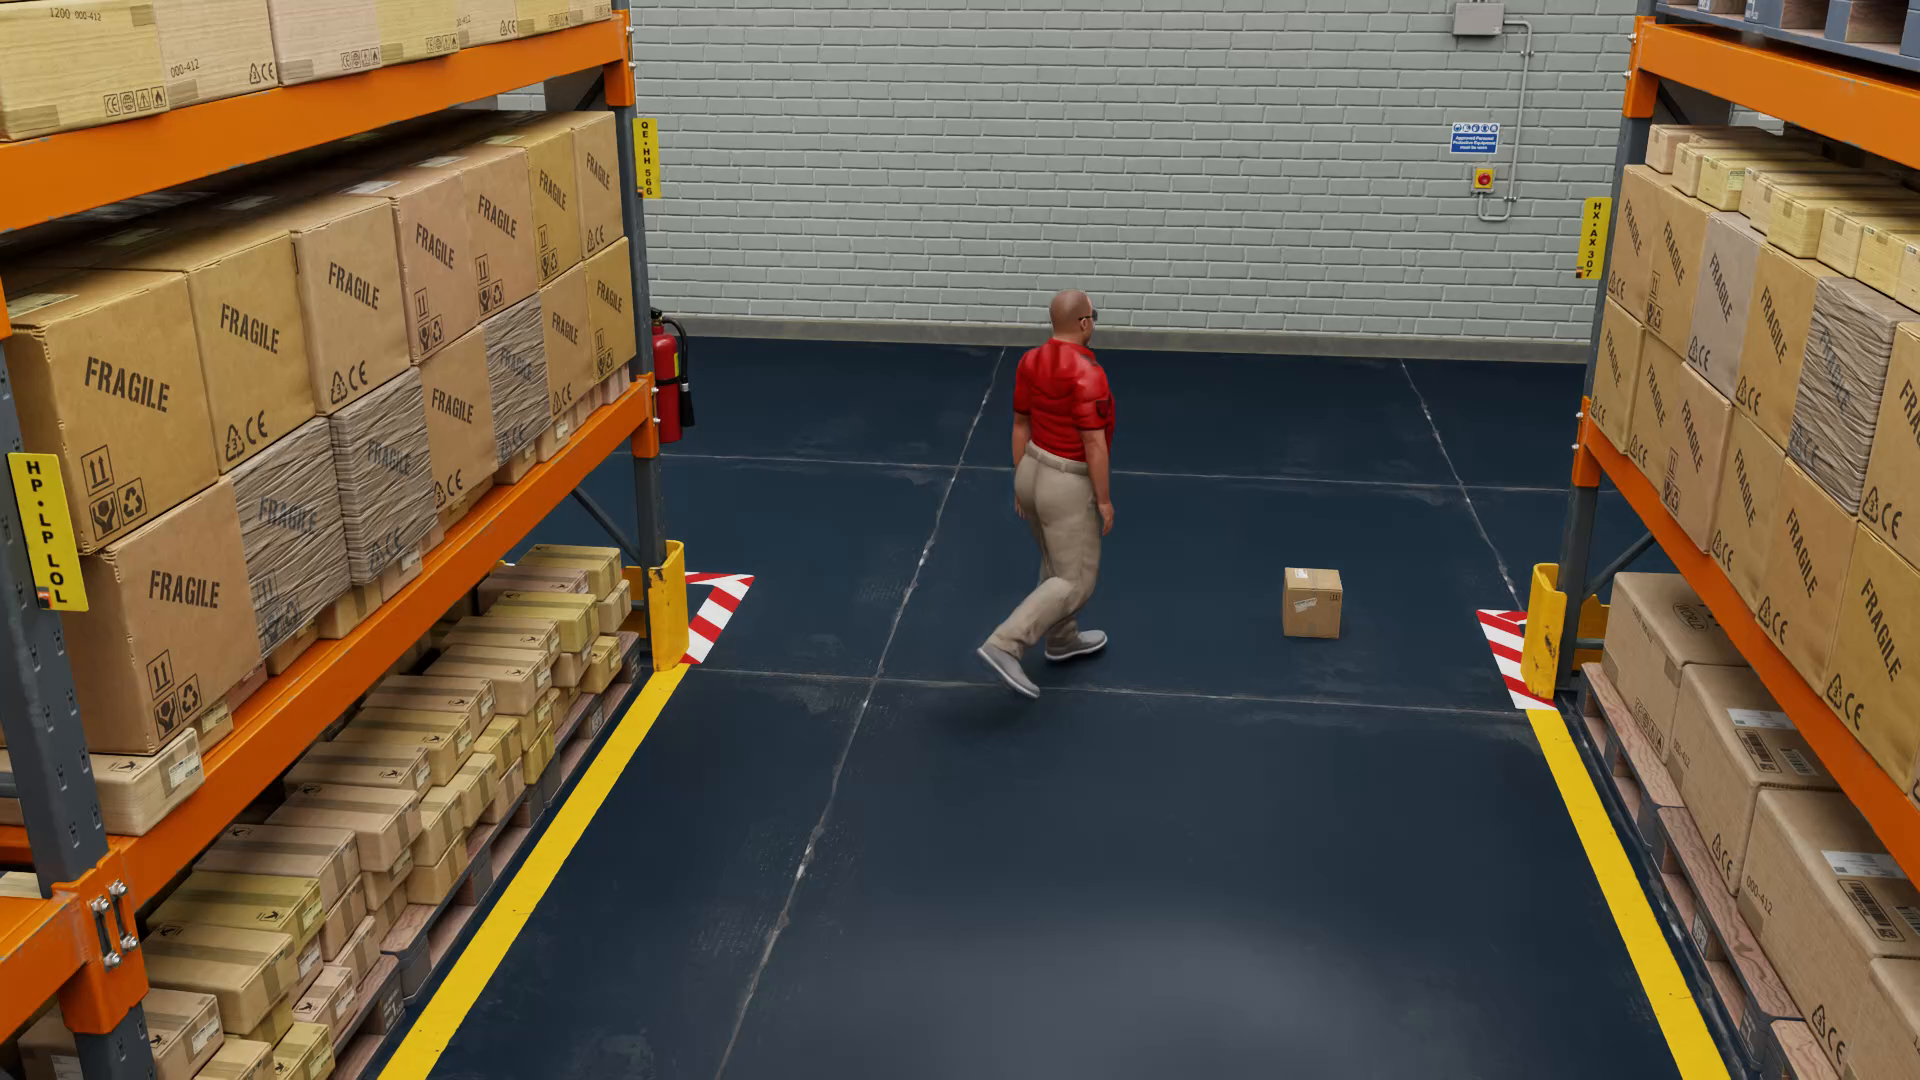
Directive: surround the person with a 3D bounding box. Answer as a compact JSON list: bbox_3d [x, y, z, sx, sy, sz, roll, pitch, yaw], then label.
[{"bbox_3d":[0.384,-0.198,7.078,0.841,1.708,0.592,-12,24,-29],"label":"person"}]
